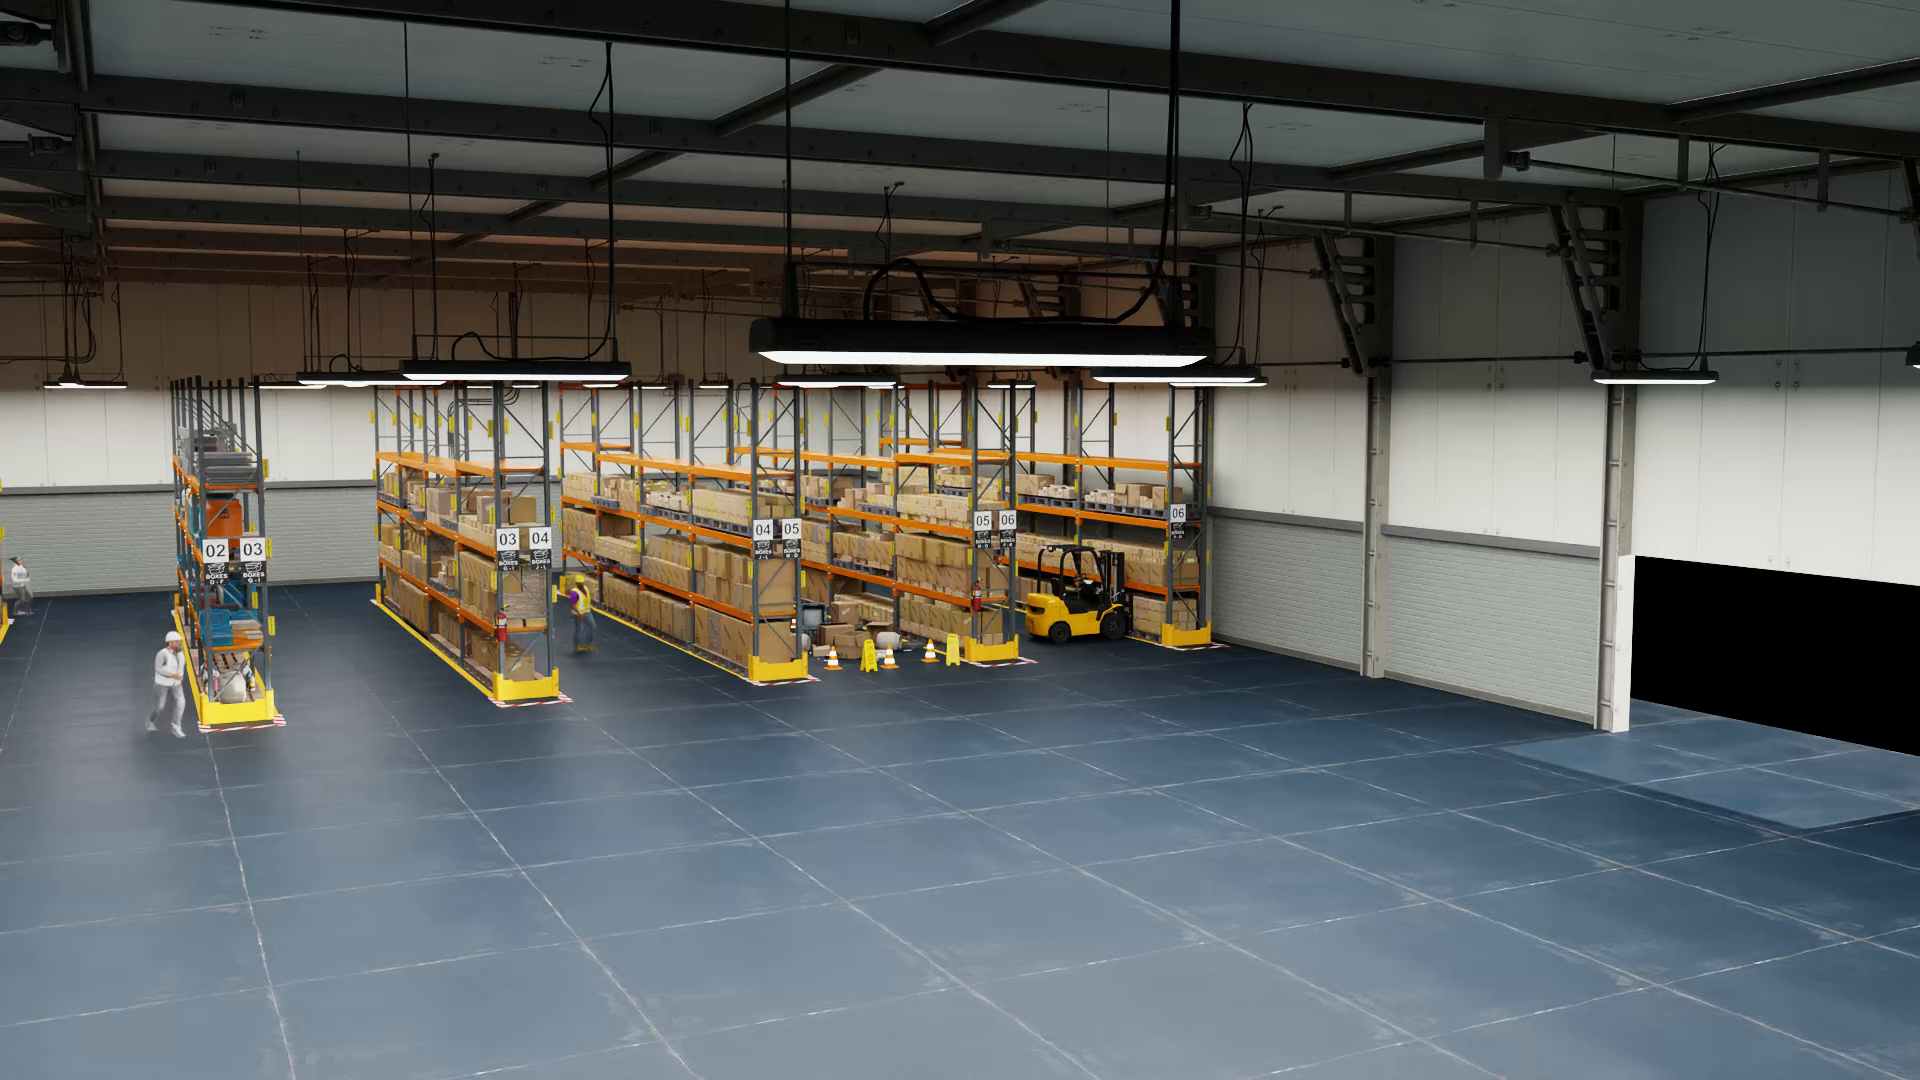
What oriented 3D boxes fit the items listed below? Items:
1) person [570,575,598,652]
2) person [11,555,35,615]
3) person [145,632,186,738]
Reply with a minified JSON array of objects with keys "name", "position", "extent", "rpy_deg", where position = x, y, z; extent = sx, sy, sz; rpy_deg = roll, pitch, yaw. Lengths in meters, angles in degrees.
[{"name":"person","position":[-8.291,1.617,36.423],"extent":[0.651,1.751,0.709],"rpy_deg":[3,6,28]},{"name":"person","position":[-23.938,1.179,42.373],"extent":[0.582,1.657,0.807],"rpy_deg":[0,5,-5]},{"name":"person","position":[-13.213,2.402,27.742],"extent":[0.874,1.781,0.636],"rpy_deg":[3,6,31]}]
